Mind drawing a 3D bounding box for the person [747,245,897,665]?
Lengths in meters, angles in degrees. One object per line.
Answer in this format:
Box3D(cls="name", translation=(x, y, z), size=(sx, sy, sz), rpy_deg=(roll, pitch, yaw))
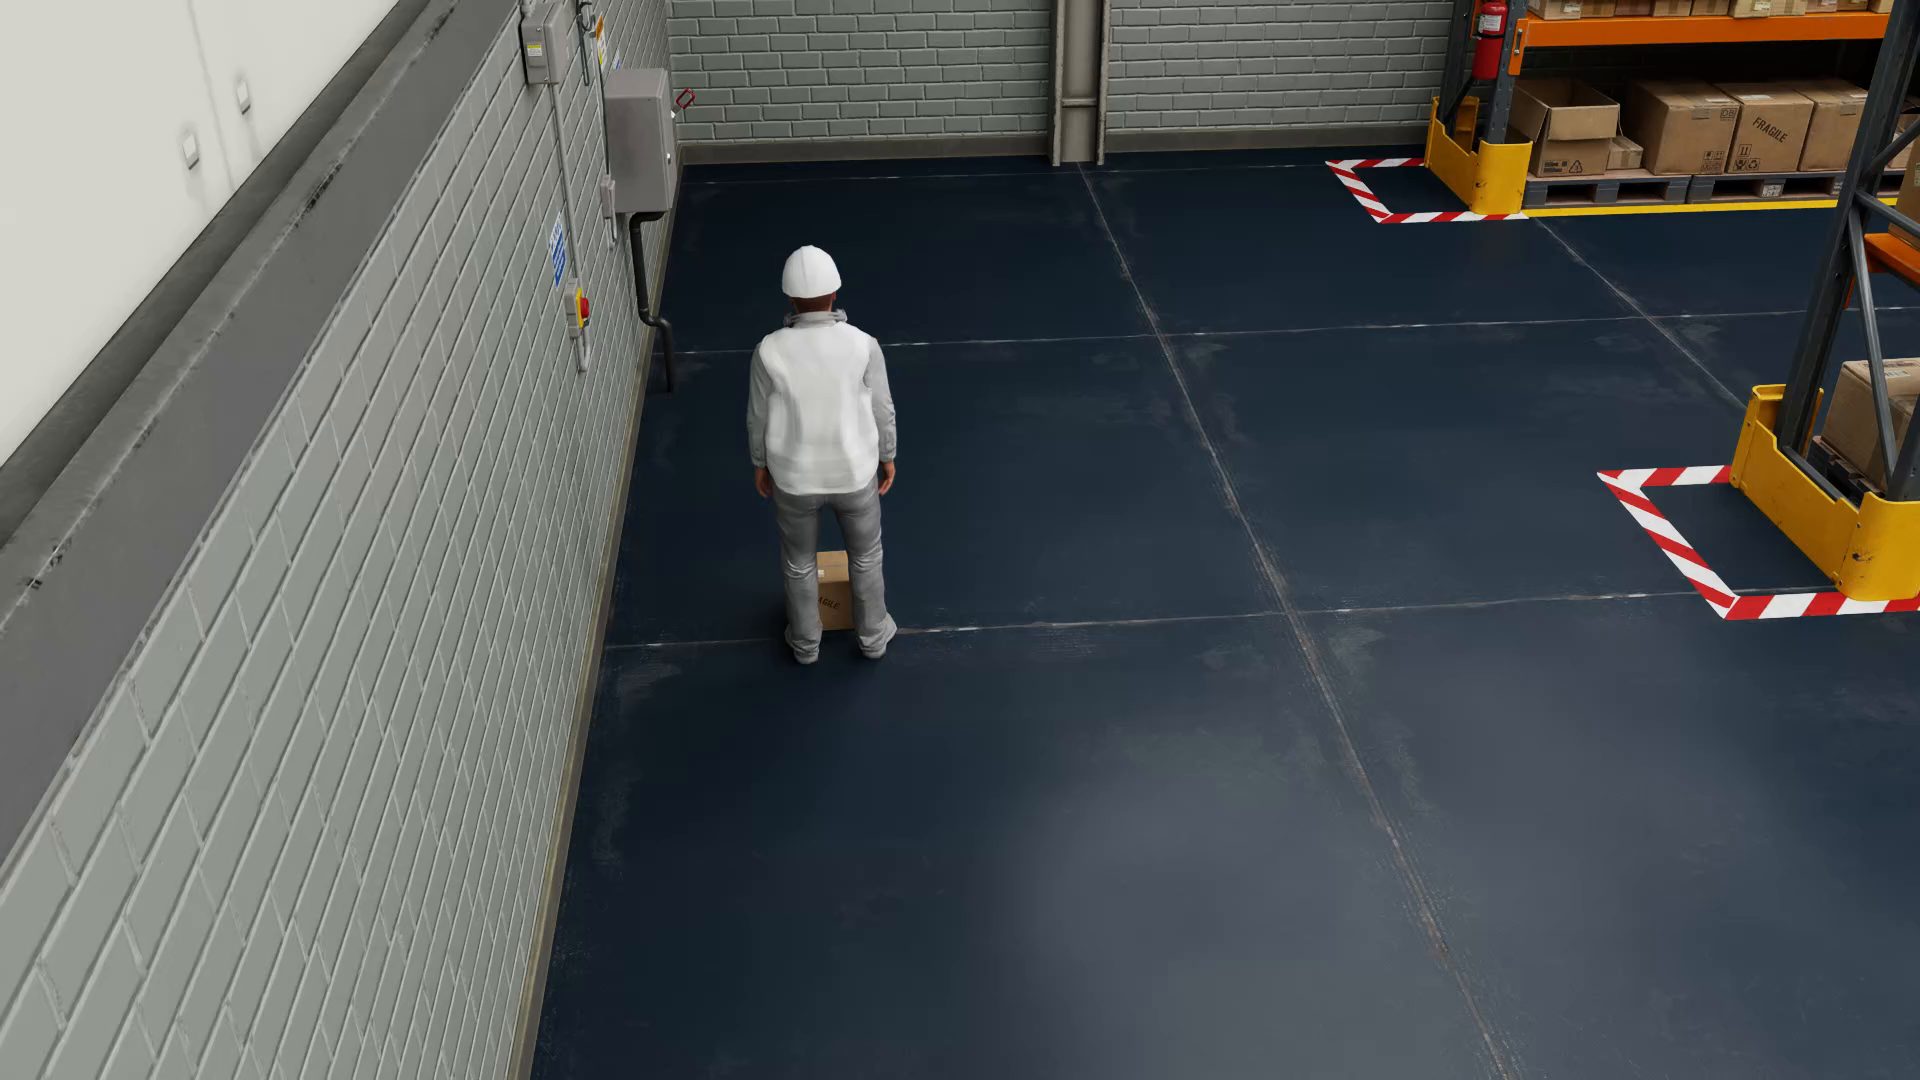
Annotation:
Box3D(cls="person", translation=(-0.540, -0.299, 6.606), size=(0.580, 1.771, 0.461), rpy_deg=(-3, 31, -4))
